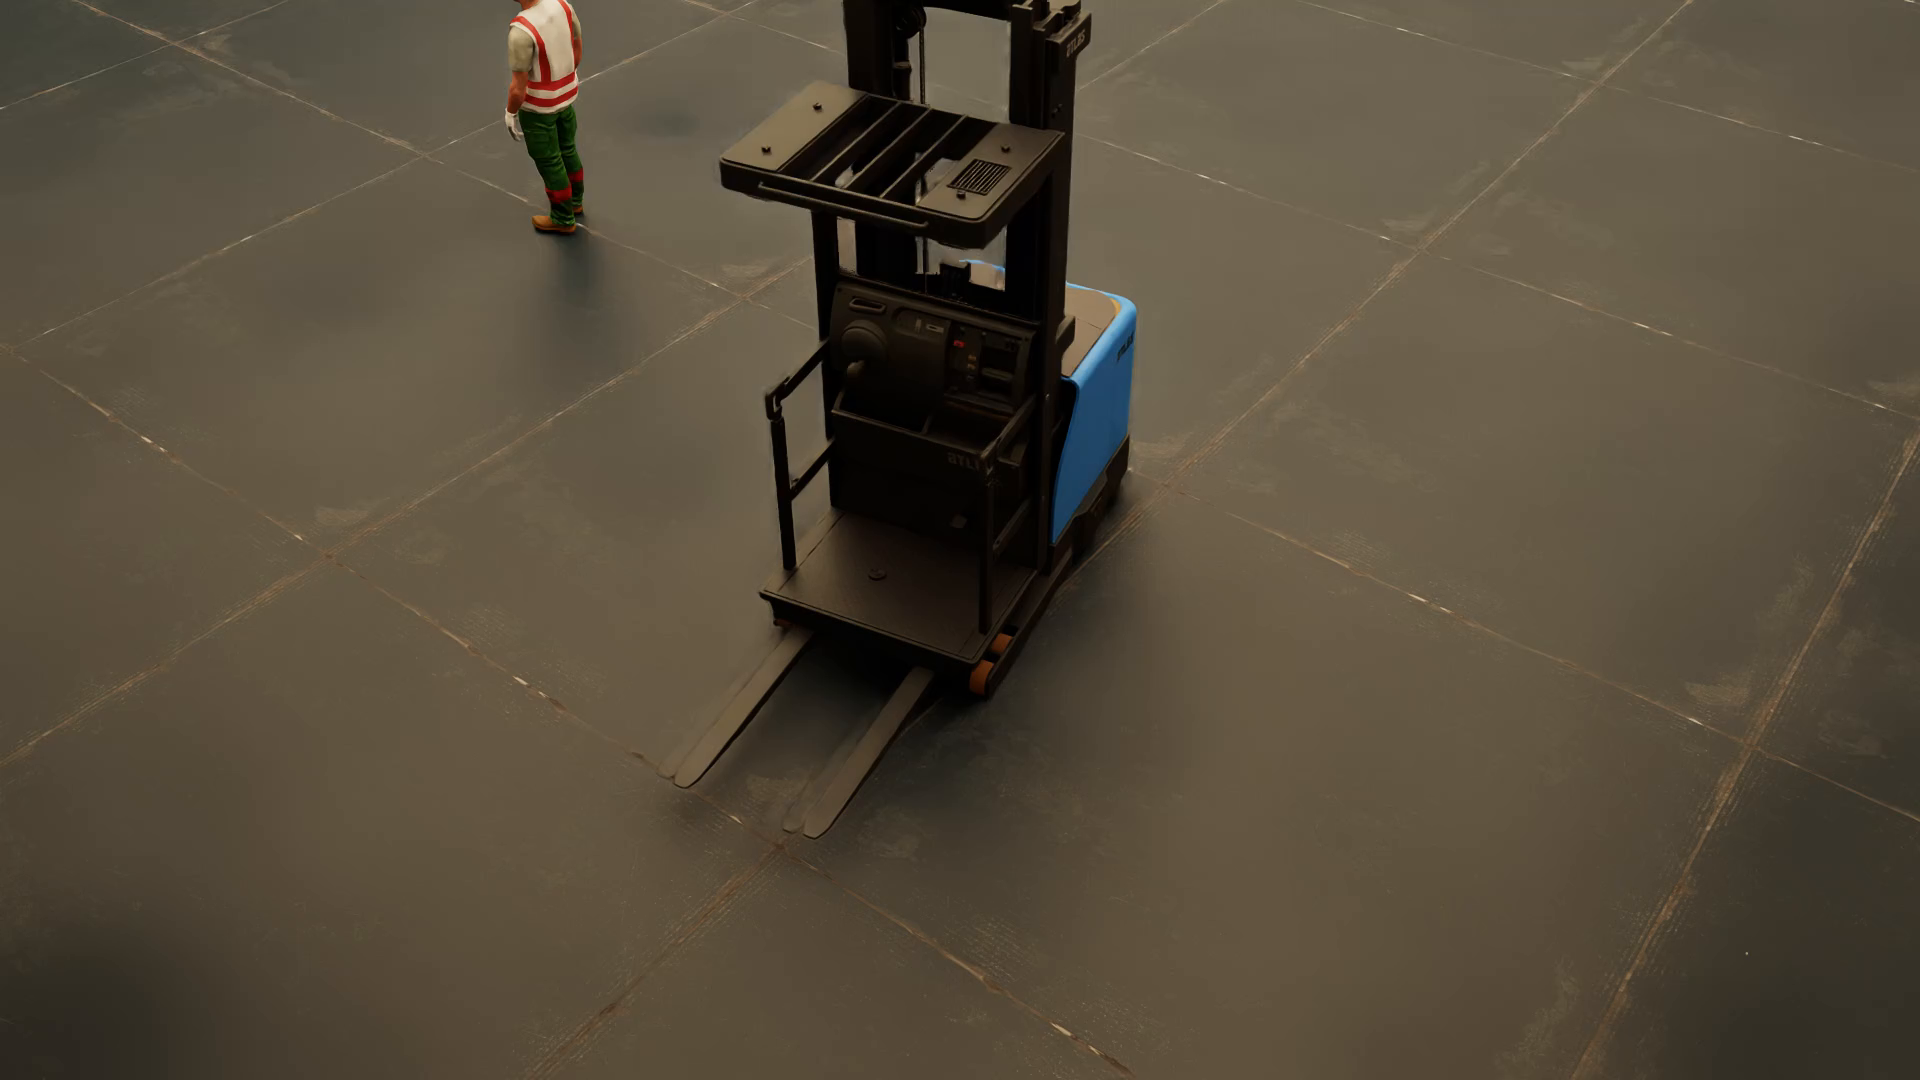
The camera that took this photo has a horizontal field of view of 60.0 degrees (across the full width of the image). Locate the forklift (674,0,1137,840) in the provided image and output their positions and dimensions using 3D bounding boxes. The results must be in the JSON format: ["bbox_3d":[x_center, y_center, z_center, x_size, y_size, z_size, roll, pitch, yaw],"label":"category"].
[{"bbox_3d":[-0.221,-0.737,6.939,1.130,2.935,3.031,17,43,19],"label":"forklift"}]

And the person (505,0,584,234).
[{"bbox_3d":[-2.574,-2.692,10.101,0.564,1.787,0.638,20,44,21],"label":"person"}]
